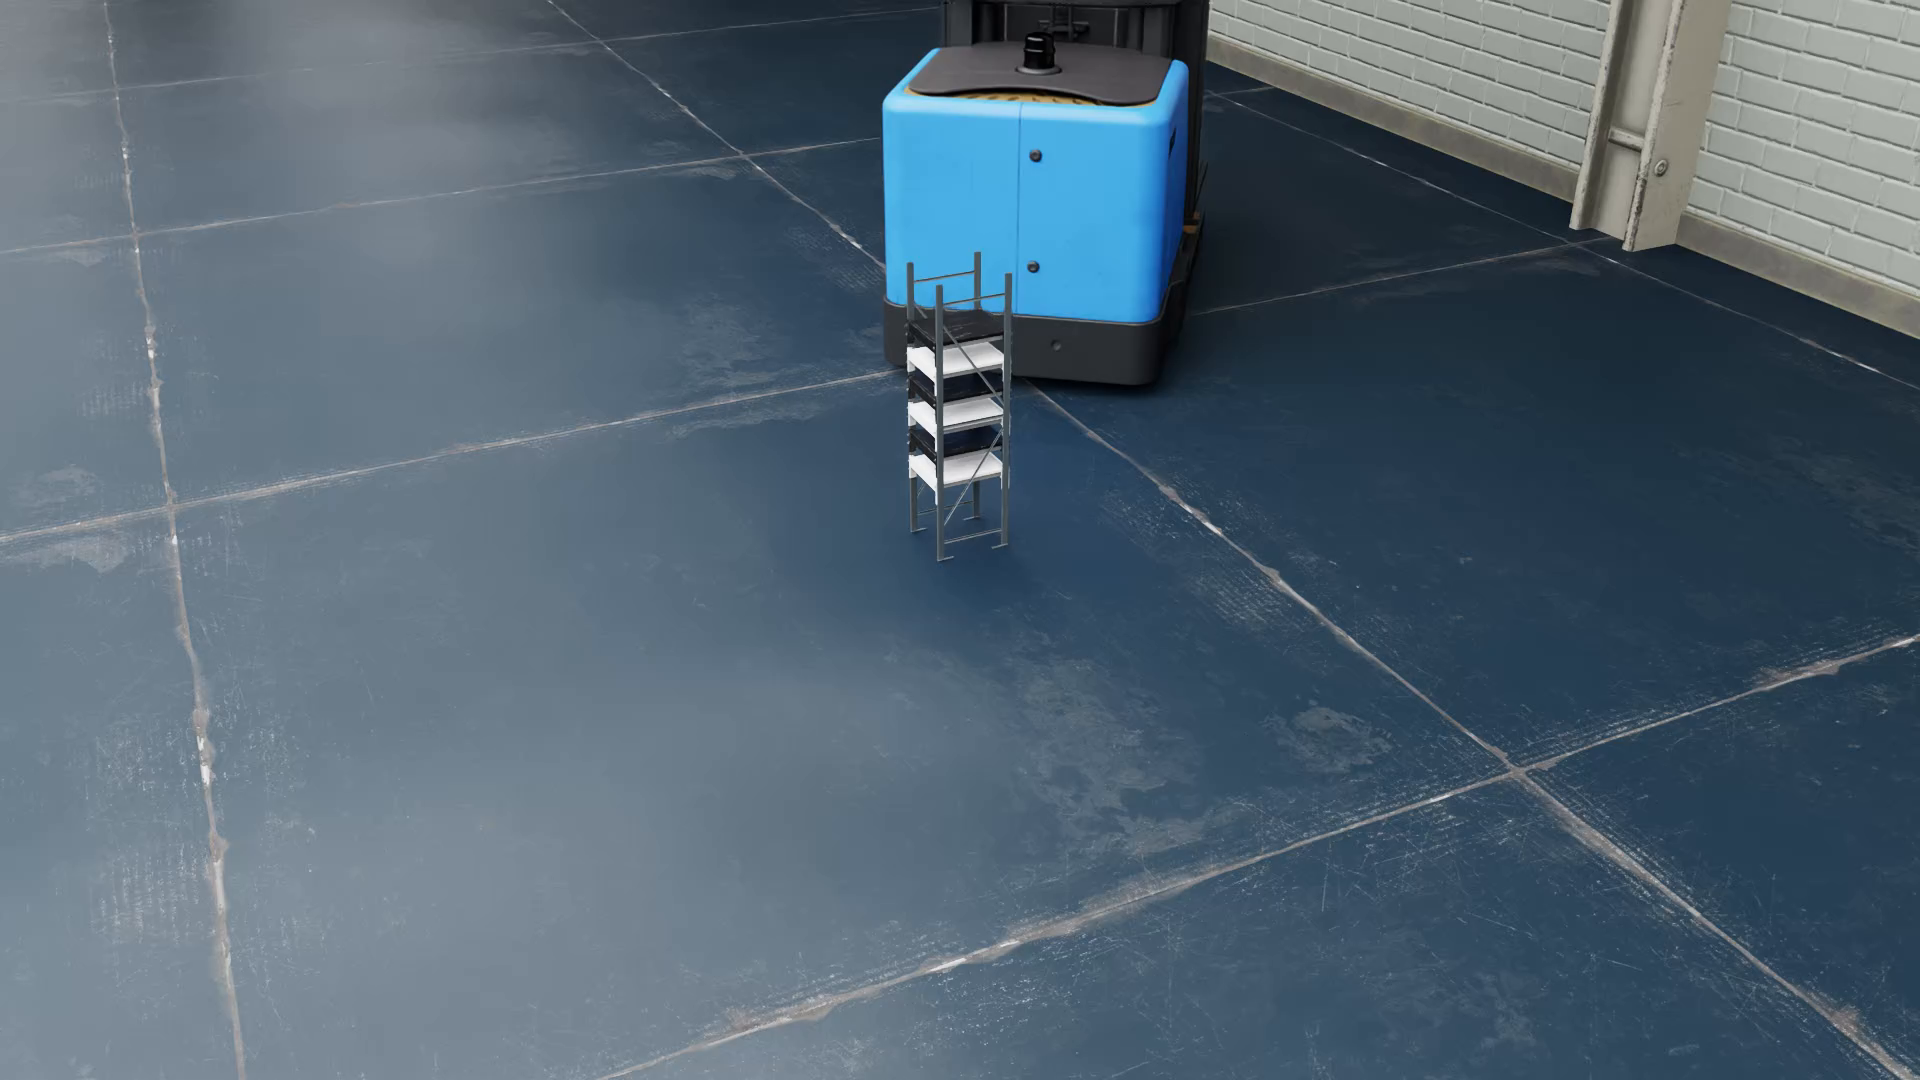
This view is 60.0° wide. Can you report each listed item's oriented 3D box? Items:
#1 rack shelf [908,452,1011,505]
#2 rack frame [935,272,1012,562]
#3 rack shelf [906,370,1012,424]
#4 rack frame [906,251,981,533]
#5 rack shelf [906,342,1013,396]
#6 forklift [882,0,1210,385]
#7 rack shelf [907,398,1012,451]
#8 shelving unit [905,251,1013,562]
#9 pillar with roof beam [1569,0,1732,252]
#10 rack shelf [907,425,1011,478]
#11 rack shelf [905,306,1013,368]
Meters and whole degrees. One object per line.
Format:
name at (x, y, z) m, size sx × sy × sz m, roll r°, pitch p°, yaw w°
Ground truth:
rack shelf at (-0.003, -0.210, 5.141) m, size 0.258 × 0.077 × 0.200 m, roll -13°, pitch 32°, yaw -22°
rack frame at (0.040, -0.351, 4.956) m, size 0.240 × 0.900 × 0.006 m, roll -13°, pitch 32°, yaw -22°
rack shelf at (-0.003, -0.446, 5.009) m, size 0.258 × 0.077 × 0.200 m, roll -13°, pitch 32°, yaw -22°
rack frame at (-0.047, -0.441, 5.116) m, size 0.240 × 0.900 × 0.006 m, roll -13°, pitch 32°, yaw -22°
rack shelf at (-0.003, -0.524, 4.965) m, size 0.258 × 0.077 × 0.200 m, roll -13°, pitch 32°, yaw -22°
forklift at (0.515, -2.553, 6.805) m, size 1.130 × 2.935 × 3.031 m, roll 6°, pitch 30°, yaw 10°
rack shelf at (-0.003, -0.367, 5.053) m, size 0.258 × 0.077 × 0.200 m, roll -13°, pitch 32°, yaw -22°
shelving unit at (-0.003, -0.396, 5.036) m, size 0.258 × 0.900 × 0.210 m, roll -13°, pitch 32°, yaw -22°
pillar with roof beam at (-0.772, -4.457, 3.998) m, size 9.100 × 9.000 × 0.400 m, roll -13°, pitch 32°, yaw -22°
rack shelf at (-0.003, -0.289, 5.097) m, size 0.258 × 0.077 × 0.200 m, roll -13°, pitch 32°, yaw -22°
rack shelf at (-0.003, -0.603, 4.921) m, size 0.258 × 0.077 × 0.200 m, roll -13°, pitch 32°, yaw -22°
